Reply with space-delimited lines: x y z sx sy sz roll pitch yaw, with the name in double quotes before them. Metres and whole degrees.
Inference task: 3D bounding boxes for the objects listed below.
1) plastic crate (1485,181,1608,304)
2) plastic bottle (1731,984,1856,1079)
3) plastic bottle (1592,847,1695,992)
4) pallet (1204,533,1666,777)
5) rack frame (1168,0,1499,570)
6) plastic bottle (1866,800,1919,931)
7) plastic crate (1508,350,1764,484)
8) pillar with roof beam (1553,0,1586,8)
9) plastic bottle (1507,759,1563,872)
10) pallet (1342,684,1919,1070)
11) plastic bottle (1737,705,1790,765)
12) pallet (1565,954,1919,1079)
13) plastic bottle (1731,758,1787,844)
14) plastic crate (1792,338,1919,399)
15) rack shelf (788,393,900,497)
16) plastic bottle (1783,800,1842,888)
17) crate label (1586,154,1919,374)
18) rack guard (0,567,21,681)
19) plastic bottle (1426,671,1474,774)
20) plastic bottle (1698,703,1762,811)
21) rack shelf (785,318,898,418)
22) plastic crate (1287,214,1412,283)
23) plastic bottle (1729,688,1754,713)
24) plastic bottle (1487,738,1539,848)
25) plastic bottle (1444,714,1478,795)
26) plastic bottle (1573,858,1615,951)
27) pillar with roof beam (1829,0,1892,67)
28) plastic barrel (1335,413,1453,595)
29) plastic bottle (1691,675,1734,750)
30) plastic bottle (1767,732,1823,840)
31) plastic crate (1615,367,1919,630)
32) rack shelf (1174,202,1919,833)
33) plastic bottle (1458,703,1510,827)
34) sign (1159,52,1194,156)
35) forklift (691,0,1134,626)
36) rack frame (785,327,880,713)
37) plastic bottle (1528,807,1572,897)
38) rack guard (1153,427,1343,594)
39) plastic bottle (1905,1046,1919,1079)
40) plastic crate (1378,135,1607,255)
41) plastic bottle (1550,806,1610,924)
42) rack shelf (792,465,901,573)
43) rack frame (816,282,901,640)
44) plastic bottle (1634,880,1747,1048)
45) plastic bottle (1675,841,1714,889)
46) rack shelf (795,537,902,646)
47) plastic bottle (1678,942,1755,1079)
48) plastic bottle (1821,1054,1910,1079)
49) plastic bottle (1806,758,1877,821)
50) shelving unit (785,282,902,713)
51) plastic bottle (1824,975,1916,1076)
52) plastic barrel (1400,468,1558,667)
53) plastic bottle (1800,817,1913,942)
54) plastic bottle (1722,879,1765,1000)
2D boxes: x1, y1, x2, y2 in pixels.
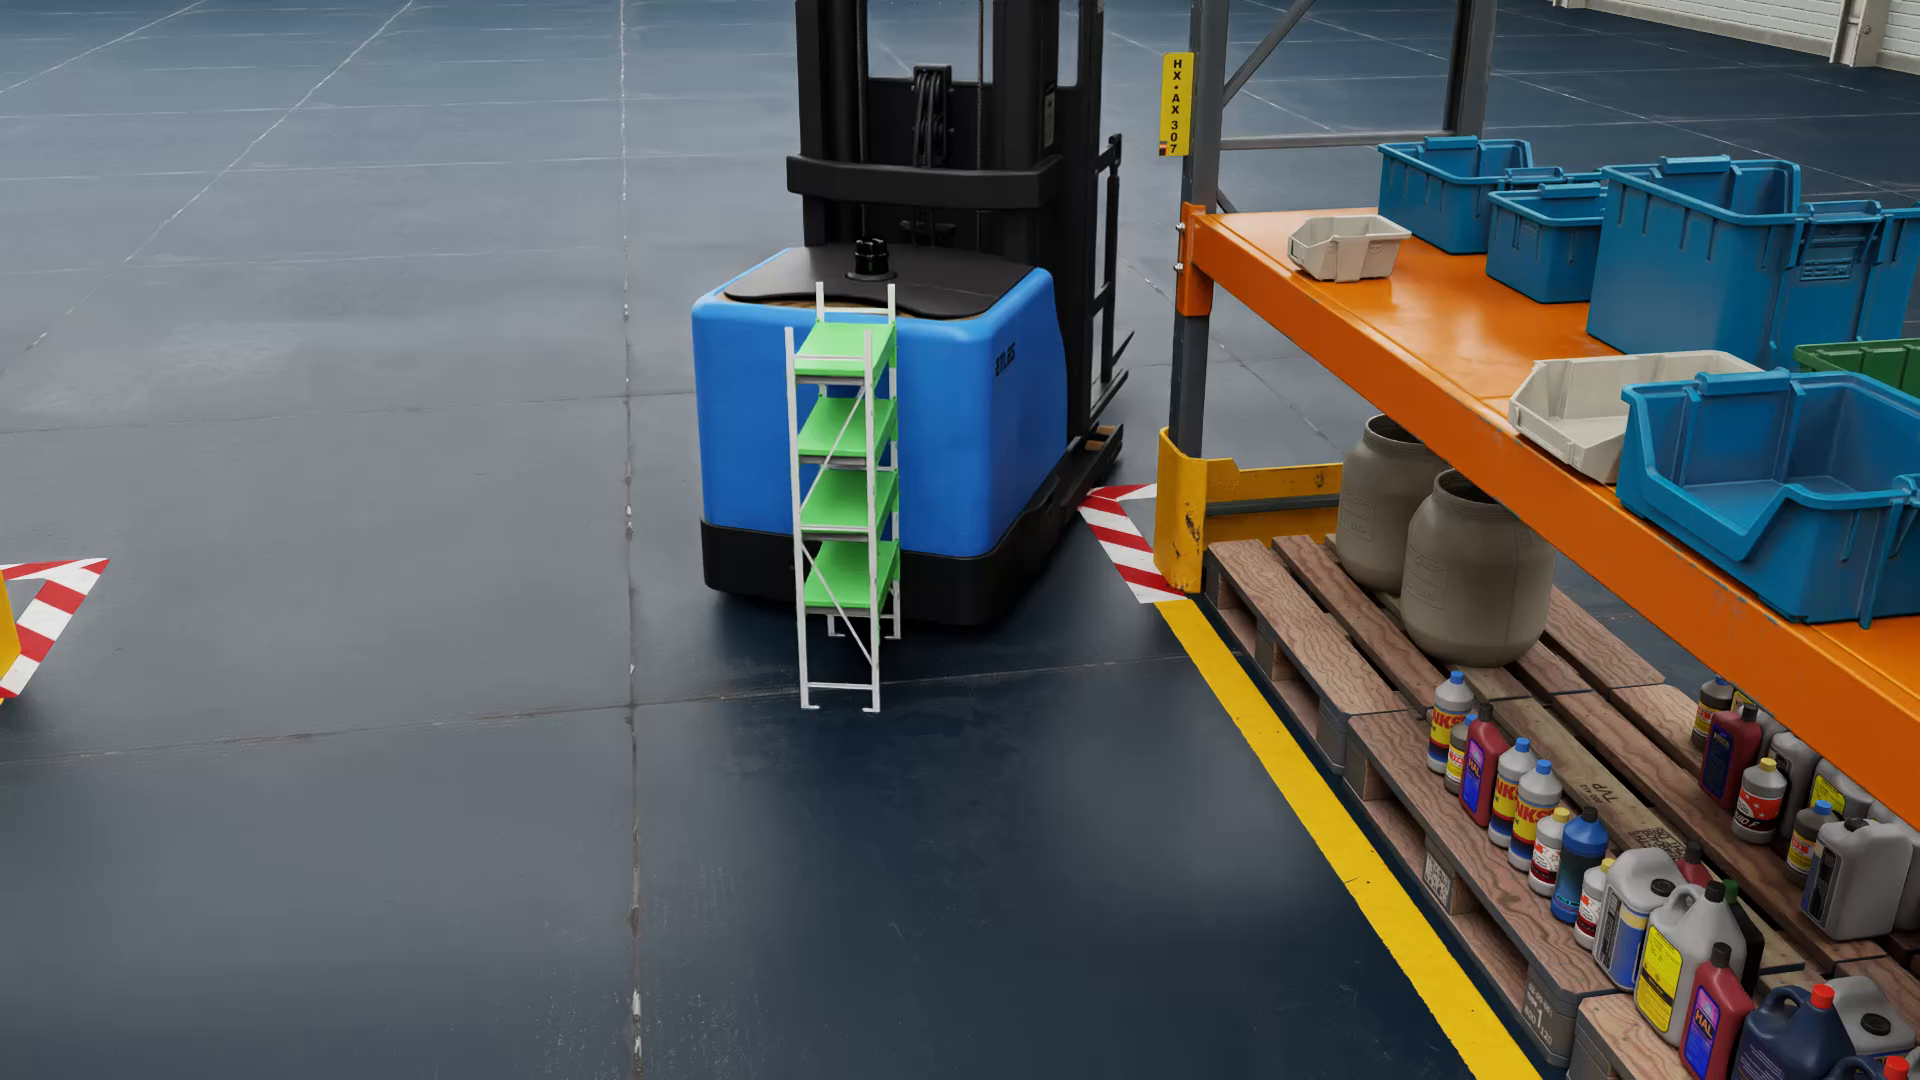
"plastic crate" 1.742 -0.822 4.569 0.499 0.251 0.408 -4 24 -10
"plastic bottle" 1.542 0.958 3.069 0.144 0.351 0.185 -6 24 -12
"plastic bottle" 1.456 0.801 3.522 0.152 0.276 0.135 -4 24 -9
"pallet" 1.446 0.304 5.290 1.003 0.211 1.213 -4 24 -10
"rack frame" 1.240 -1.320 5.525 1.000 3.000 0.127 -4 24 -10
"plastic bottle" 2.125 0.676 3.715 0.144 0.351 0.185 -4 24 -10
"plastic crate" 1.431 -0.246 3.395 0.530 0.136 0.437 -4 24 -10
"pillar with roof beam" 4.397 -11.353 21.001 9.100 9.000 0.400 -4 24 -10
"plastic bottle" 1.351 0.639 3.899 0.097 0.271 0.097 0 24 0
"pallet" 1.668 0.783 4.194 1.003 0.211 1.213 -4 24 -10
"plastic bottle" 2.031 0.517 4.171 0.152 0.276 0.135 -4 24 -9
"pallet" 1.897 1.264 3.093 1.003 0.211 1.213 -4 24 -10
"plastic bottle" 1.937 0.623 4.023 0.097 0.201 0.097 0 24 0
"plastic crate" 2.006 -0.205 3.236 0.450 0.188 0.662 -4 24 -10
"rack shelf" -0.340 -0.290 4.976 0.258 0.148 0.480 2 24 5
"plastic bottle" 1.980 0.697 3.853 0.097 0.201 0.097 0 24 0
"crate label" 1.847 -0.633 3.906 0.502 0.435 0.616 -4 24 -10
"rack guard" -3.613 0.222 5.118 1.175 0.500 0.348 -4 24 -10
"plastic bottle" 1.269 0.465 4.298 0.097 0.271 0.097 0 24 0
"plastic bottle" 1.926 0.522 4.151 0.061 0.283 0.133 -4 24 -10
"rack shelf" -0.340 -0.510 4.880 0.258 0.148 0.480 2 24 5
"plastic crate" 1.090 -0.824 4.718 0.298 0.136 0.250 -4 24 -10
"plastic bottle" 2.050 0.457 4.299 0.061 0.283 0.133 -4 24 -8
"plastic bottle" 1.333 0.599 3.989 0.097 0.271 0.097 0 24 0
"plastic bottle" 1.289 0.537 4.218 0.097 0.201 0.097 0 24 0
"plastic bottle" 1.408 0.791 3.638 0.097 0.201 0.097 0 24 0
"pillar with roof beam" 5.506 -8.993 15.597 9.100 9.000 0.400 -4 24 -10
"plastic barrel" 1.437 -0.119 5.359 0.421 0.512 0.421 0 24 0
"plastic bottle" 2.011 0.450 4.418 0.097 0.201 0.097 0 24 0
"plastic bottle" 2.056 0.572 4.046 0.152 0.276 0.135 -5 24 -11
"plastic crate" 1.509 -0.094 2.903 0.499 0.251 0.616 -4 24 -10
"rack shelf" 1.610 -0.204 3.868 1.077 0.370 4.000 -4 24 -10
"plastic bottle" 1.293 0.550 4.088 0.061 0.283 0.133 -4 24 -9
"sign" 0.699 -1.408 5.381 0.100 0.325 0.005 -4 24 -10
"forklift" 0.051 -1.627 6.312 1.130 2.935 3.031 7 25 16
"rack frame" -0.363 -0.032 4.824 0.240 1.200 0.015 2 24 5
"plastic bottle" 1.370 0.710 3.824 0.097 0.201 0.097 0 24 0
"rack guard" 1.301 -0.148 5.965 1.175 0.500 0.348 -4 24 -10
"plastic bottle" 1.719 1.023 2.921 0.144 0.351 0.185 -4 24 -10
"plastic crate" 1.627 -1.077 5.155 0.499 0.251 0.616 -4 24 -10
"plastic bottle" 1.389 0.718 3.716 0.097 0.271 0.097 0 24 0
"rack shelf" -0.340 -0.071 5.072 0.258 0.148 0.480 2 24 5
"rack frame" -0.316 -0.226 5.269 0.240 1.200 0.015 2 24 5
"plastic bottle" 1.483 0.831 3.360 0.144 0.351 0.185 -4 24 -10
"plastic bottle" 1.561 0.789 3.539 0.061 0.283 0.133 -4 24 -10
"rack shelf" -0.340 0.149 5.168 0.258 0.148 0.480 2 24 5
"plastic bottle" 1.471 0.928 3.222 0.061 0.283 0.133 -3 24 -6
"plastic bottle" 1.578 1.033 2.896 0.144 0.351 0.185 -5 24 -11
"plastic bottle" 2.091 0.603 3.883 0.144 0.351 0.185 -3 24 -8
"shelving unit" -0.340 -0.129 5.046 0.258 1.200 0.503 2 24 5
"plastic bottle" 1.683 0.971 3.132 0.152 0.276 0.135 -4 24 -10
"plastic barrel" 1.530 0.078 4.908 0.421 0.512 0.421 0 24 0
"plastic bottle" 1.984 0.731 3.682 0.152 0.276 0.135 -4 24 -10
"plastic bottle" 1.579 0.844 3.414 0.061 0.283 0.133 -4 24 -10
